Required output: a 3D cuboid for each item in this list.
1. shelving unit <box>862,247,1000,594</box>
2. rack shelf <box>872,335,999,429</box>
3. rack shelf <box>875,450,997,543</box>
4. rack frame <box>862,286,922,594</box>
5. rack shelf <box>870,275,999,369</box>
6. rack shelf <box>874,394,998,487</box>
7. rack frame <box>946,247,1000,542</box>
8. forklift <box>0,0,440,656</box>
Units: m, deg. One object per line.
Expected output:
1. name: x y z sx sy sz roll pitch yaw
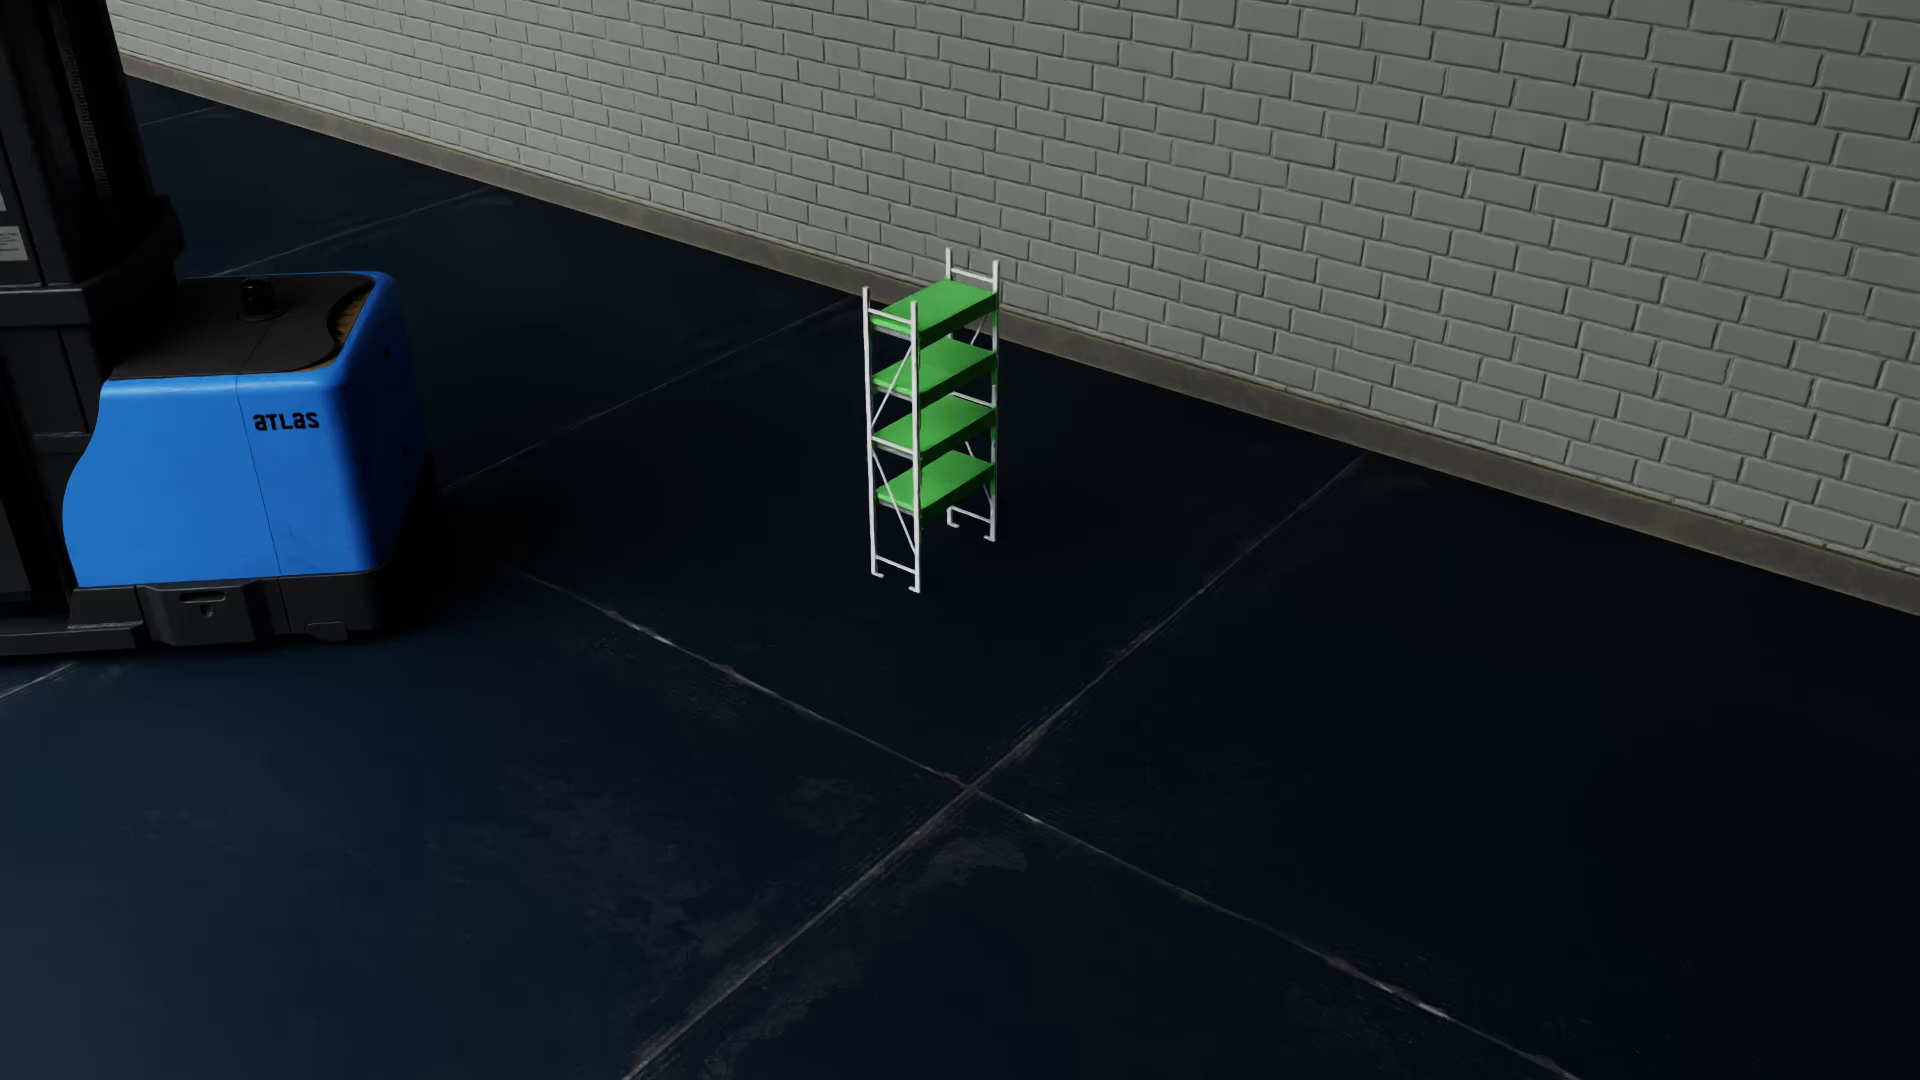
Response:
1. shelving unit: -0.100 -0.449 6.331 0.258 1.200 0.503 21 37 31
2. rack shelf: -0.100 -0.600 6.241 0.258 0.148 0.480 21 37 31
3. rack shelf: -0.100 -0.187 6.486 0.258 0.148 0.480 21 37 31
4. rack frame: -0.247 -0.350 6.163 0.240 1.200 0.015 21 37 31
5. rack shelf: -0.100 -0.807 6.118 0.258 0.148 0.480 21 37 31
6. rack shelf: -0.100 -0.394 6.363 0.258 0.148 0.480 21 37 31
7. rack frame: 0.047 -0.548 6.498 0.240 1.200 0.015 21 37 31
8. forklift: -3.609 -1.060 5.664 3.031 2.935 1.130 -3 31 -5
